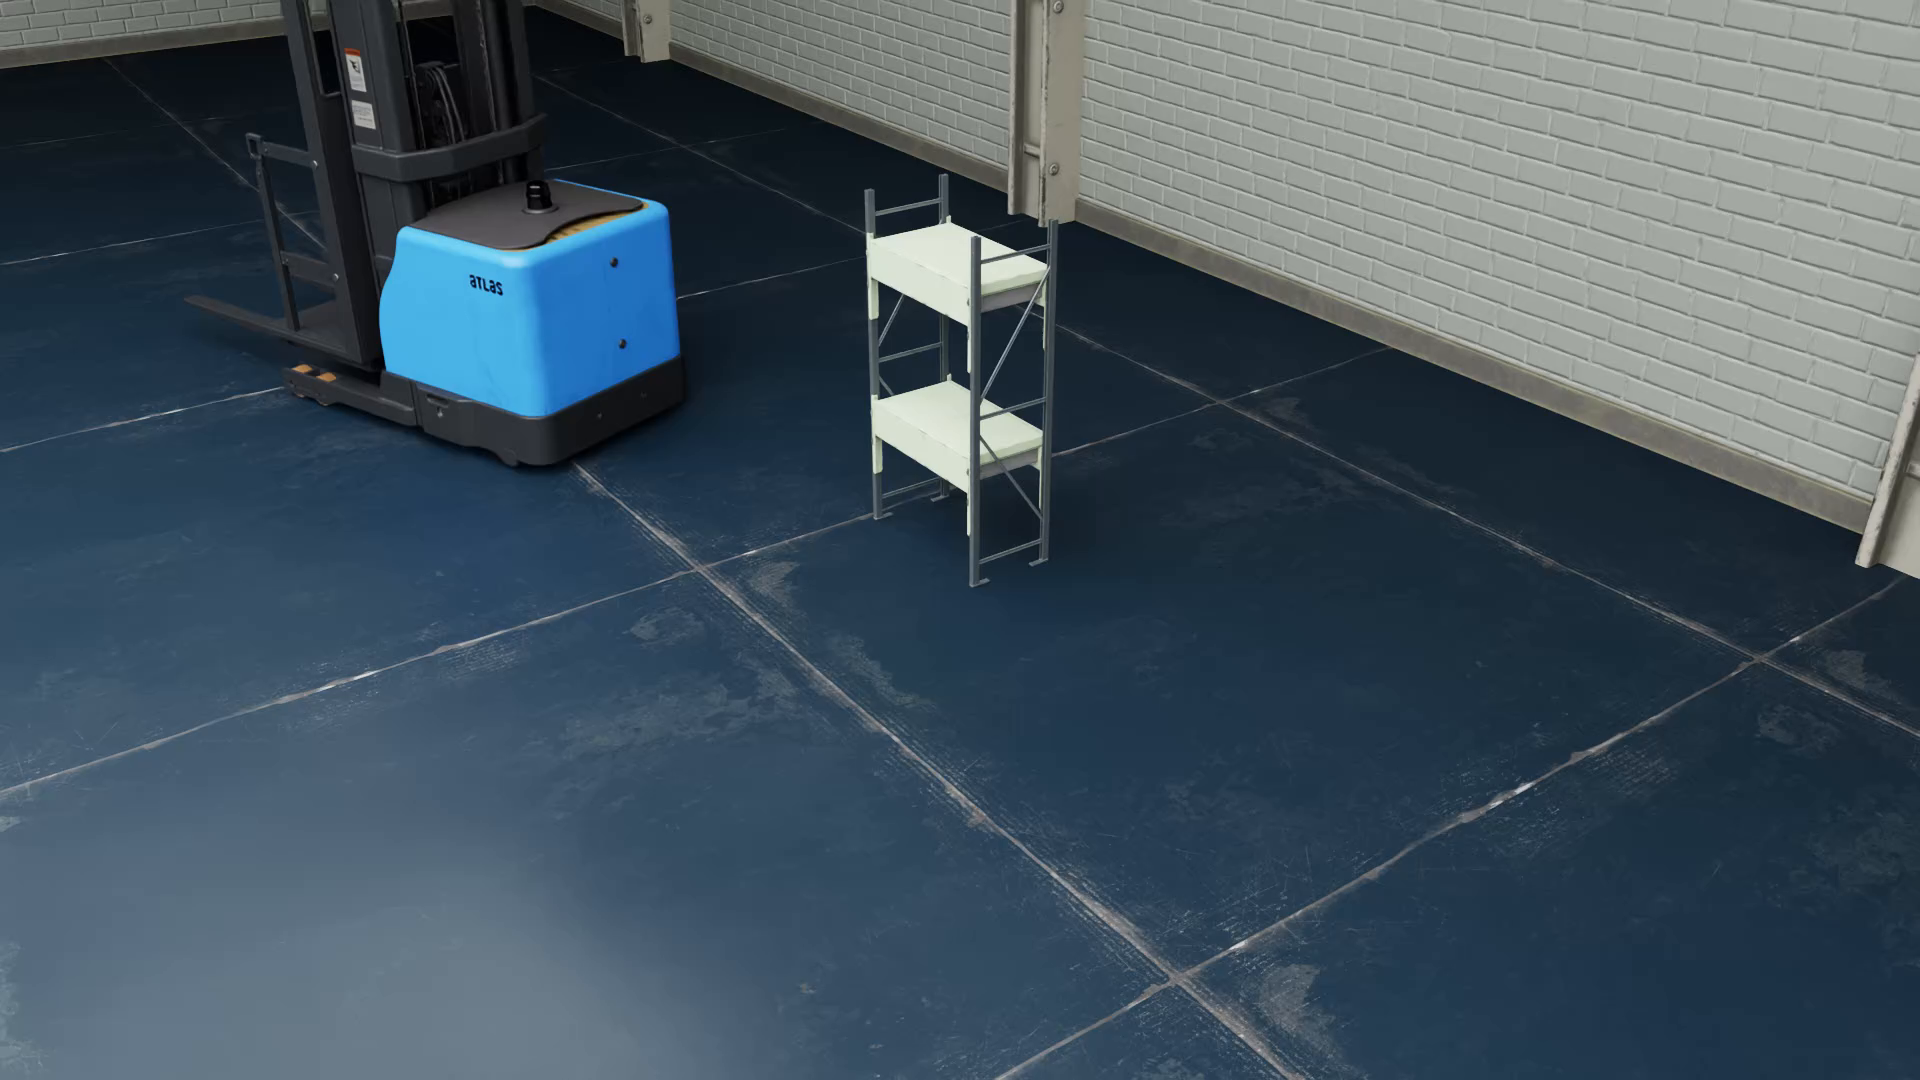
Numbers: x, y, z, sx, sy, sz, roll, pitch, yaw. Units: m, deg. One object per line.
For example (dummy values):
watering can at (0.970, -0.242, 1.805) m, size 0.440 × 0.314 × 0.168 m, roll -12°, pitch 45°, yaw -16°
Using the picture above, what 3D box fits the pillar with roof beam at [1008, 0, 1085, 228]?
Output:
pillar with roof beam at (-2.945, -4.964, 6.961) m, size 9.100 × 9.000 × 0.400 m, roll -19°, pitch 34°, yaw -31°

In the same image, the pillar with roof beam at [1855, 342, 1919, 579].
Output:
pillar with roof beam at (0.535, -2.631, 2.666) m, size 9.100 × 9.000 × 0.400 m, roll -19°, pitch 34°, yaw -31°

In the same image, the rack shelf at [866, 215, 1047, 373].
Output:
rack shelf at (-0.004, -1.005, 6.711) m, size 0.431 × 0.370 × 0.720 m, roll -19°, pitch 34°, yaw -31°

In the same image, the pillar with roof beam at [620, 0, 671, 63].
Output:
pillar with roof beam at (-6.425, -7.296, 11.256) m, size 9.100 × 9.000 × 0.400 m, roll -19°, pitch 34°, yaw -31°

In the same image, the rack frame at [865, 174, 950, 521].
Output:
rack frame at (-0.216, -0.804, 7.159) m, size 0.400 × 1.500 × 0.023 m, roll -19°, pitch 34°, yaw -31°

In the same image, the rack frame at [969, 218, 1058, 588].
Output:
rack frame at (0.208, -0.519, 6.635) m, size 0.400 × 1.500 × 0.023 m, roll -19°, pitch 34°, yaw -31°

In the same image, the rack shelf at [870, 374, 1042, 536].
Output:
rack shelf at (-0.004, -0.375, 7.052) m, size 0.431 × 0.370 × 0.720 m, roll -19°, pitch 34°, yaw -31°

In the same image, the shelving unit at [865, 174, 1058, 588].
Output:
shelving unit at (-0.004, -0.662, 6.897) m, size 0.431 × 1.500 × 0.755 m, roll -19°, pitch 34°, yaw -31°

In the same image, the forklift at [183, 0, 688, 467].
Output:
forklift at (-2.889, -2.164, 8.163) m, size 3.031 × 2.935 × 1.130 m, roll 18°, pitch 33°, yaw 30°
